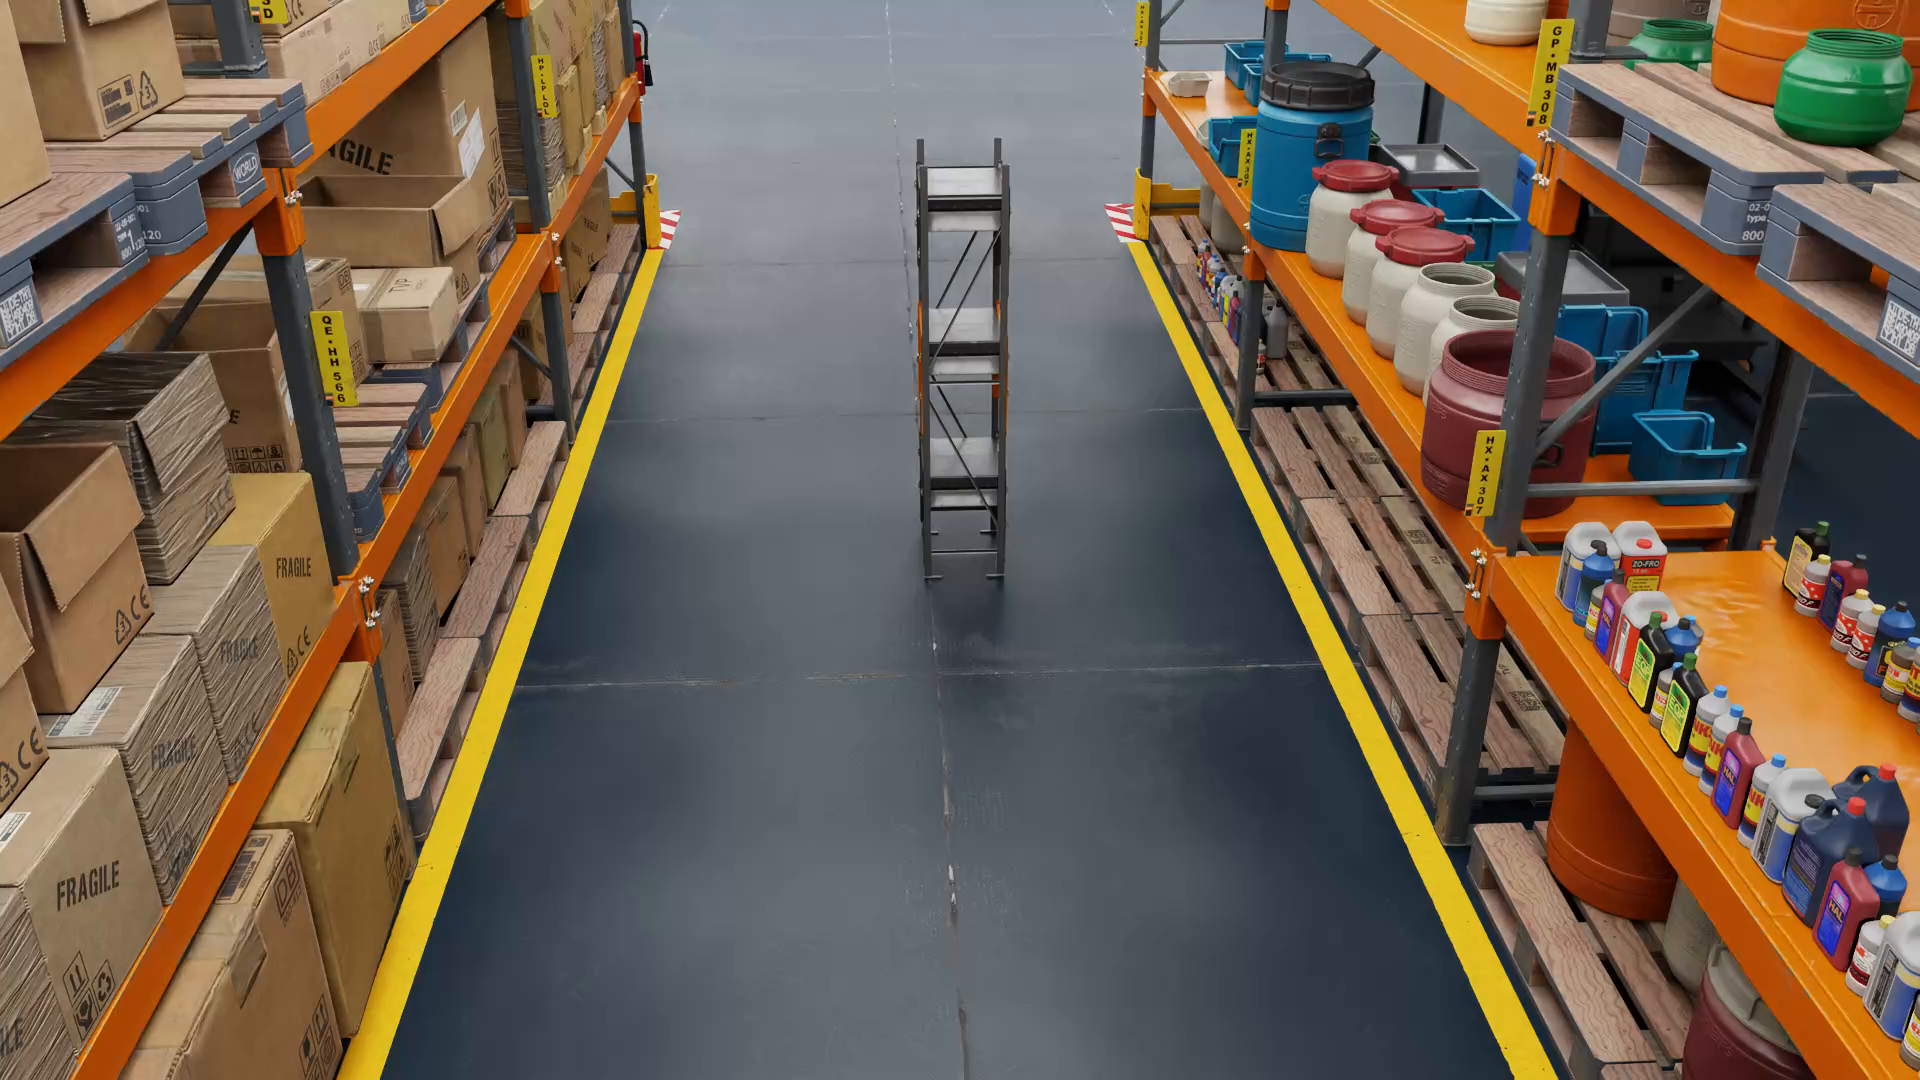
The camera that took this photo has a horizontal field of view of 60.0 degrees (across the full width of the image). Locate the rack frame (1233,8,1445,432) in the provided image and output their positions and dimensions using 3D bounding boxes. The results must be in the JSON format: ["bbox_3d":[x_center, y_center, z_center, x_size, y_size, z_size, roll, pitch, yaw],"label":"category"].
[{"bbox_3d":[2.163,-2.021,9.381,1.000,3.000,0.127,-1,28,-3],"label":"rack frame"}]

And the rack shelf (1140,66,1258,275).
[{"bbox_3d":[2.058,-2.626,11.318,1.077,0.370,4.000,-1,28,-3],"label":"rack shelf"}]

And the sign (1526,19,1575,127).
[{"bbox_3d":[1.823,-1.441,5.138,0.100,0.325,0.005,-1,28,-3],"label":"sign"}]

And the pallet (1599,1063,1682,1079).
[{"bbox_3d":[2.515,1.988,4.710,1.003,0.211,1.213,-1,28,-3],"label":"pallet"}]

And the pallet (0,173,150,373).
[{"bbox_3d":[-2.427,-0.488,3.402,1.003,0.211,1.213,0,28,0],"label":"pallet"}]

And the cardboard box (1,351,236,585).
[{"bbox_3d":[-2.553,-0.205,4.707,0.797,0.503,0.637,0,28,-1],"label":"cardboard box"}]

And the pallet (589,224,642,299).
[{"bbox_3d":[-2.981,-2.101,12.550,1.003,0.211,1.213,-1,28,-3],"label":"pallet"}]

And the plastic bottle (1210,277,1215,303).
[{"bbox_3d":[1.766,-1.727,11.369,0.097,0.201,0.097,0,28,0],"label":"plastic bottle"}]

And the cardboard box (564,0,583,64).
[{"bbox_3d":[-2.606,-3.197,10.124,0.500,0.500,0.500,-1,28,-3],"label":"cardboard box"}]

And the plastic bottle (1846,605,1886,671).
[{"bbox_3d":[2.824,0.296,5.153,0.097,0.201,0.097,0,28,0],"label":"plastic bottle"}]

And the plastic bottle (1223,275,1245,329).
[{"bbox_3d":[1.814,-1.570,10.905,0.144,0.351,0.185,-2,28,-3],"label":"plastic bottle"}]

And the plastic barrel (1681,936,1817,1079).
[{"bbox_3d":[2.473,1.456,4.868,0.600,0.588,0.708,-1,28,-3],"label":"plastic barrel"}]

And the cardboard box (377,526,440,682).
[{"bbox_3d":[-2.671,0.294,7.169,0.700,0.500,0.500,-4,28,-7],"label":"cardboard box"}]

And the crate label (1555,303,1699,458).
[{"bbox_3d":[2.590,-0.655,6.723,0.502,0.435,0.616,-1,28,-3],"label":"crate label"}]

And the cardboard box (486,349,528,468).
[{"bbox_3d":[-2.773,-0.704,9.084,0.700,0.500,0.500,-3,28,-7],"label":"cardboard box"}]

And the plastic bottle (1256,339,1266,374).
[{"bbox_3d":[1.833,-1.135,10.233,0.097,0.201,0.097,0,28,0],"label":"plastic bottle"}]

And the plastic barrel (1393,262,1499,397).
[{"bbox_3d":[2.083,-0.888,7.087,0.421,0.512,0.421,0,28,0],"label":"plastic barrel"}]

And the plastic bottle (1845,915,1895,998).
[{"bbox_3d":[2.139,0.964,3.874,0.097,0.201,0.097,0,28,0],"label":"plastic bottle"}]

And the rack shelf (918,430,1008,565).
[{"bbox_3d":[0.009,-0.222,8.448,0.431,0.518,0.480,-1,28,-3],"label":"rack shelf"}]

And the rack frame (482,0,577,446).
[{"bbox_3d":[-2.783,-1.901,9.152,1.000,3.000,0.127,-1,28,-3],"label":"rack frame"}]

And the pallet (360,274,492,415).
[{"bbox_3d":[-2.719,-0.882,7.405,1.003,0.211,1.213,-1,28,-3],"label":"pallet"}]

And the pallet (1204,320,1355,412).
[{"bbox_3d":[2.169,-1.096,10.623,1.003,0.211,1.213,-1,28,-3],"label":"pallet"}]

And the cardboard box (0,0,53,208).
[{"bbox_3d":[-2.338,-0.938,3.499,0.500,0.500,0.500,0,28,0],"label":"cardboard box"}]

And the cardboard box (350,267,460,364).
[{"bbox_3d":[-2.432,-0.953,7.042,0.500,0.250,0.500,-2,28,-4],"label":"cardboard box"}]

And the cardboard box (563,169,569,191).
[{"bbox_3d":[-2.535,-2.127,9.856,0.380,0.149,0.250,-1,28,-3],"label":"cardboard box"}]

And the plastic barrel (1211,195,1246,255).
[{"bbox_3d":[2.091,-2.418,12.378,0.421,0.512,0.421,0,28,0],"label":"plastic barrel"}]

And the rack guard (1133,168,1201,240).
[{"bbox_3d":[2.005,-2.726,13.436,1.175,0.500,0.348,-1,28,-3],"label":"rack guard"}]

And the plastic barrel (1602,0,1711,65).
[{"bbox_3d":[2.545,-2.110,5.767,0.600,0.901,0.600,0,28,0],"label":"plastic barrel"}]

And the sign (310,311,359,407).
[{"bbox_3d":[-2.020,-0.582,5.371,0.100,0.325,0.005,-1,28,-3],"label":"sign"}]

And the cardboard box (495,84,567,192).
[{"bbox_3d":[-2.745,-2.287,9.461,0.875,0.500,0.500,-1,28,-3],"label":"cardboard box"}]

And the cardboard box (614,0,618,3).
[{"bbox_3d":[-2.717,-4.120,11.895,0.500,0.500,0.500,-1,28,-3],"label":"cardboard box"}]

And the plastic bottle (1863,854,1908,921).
[{"bbox_3d":[2.193,0.870,3.978,0.097,0.271,0.097,0,28,0],"label":"plastic bottle"}]

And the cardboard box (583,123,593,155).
[{"bbox_3d":[-2.586,-2.589,10.742,0.380,0.149,0.250,-1,28,-3],"label":"cardboard box"}]

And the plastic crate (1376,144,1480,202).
[{"bbox_3d":[2.494,-1.833,8.952,0.402,0.464,0.583,-1,28,-3],"label":"plastic crate"}]

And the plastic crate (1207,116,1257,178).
[{"bbox_3d":[1.834,-2.460,10.383,0.499,0.251,0.616,-1,28,-3],"label":"plastic crate"}]

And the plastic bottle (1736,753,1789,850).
[{"bbox_3d":[2.110,0.679,4.344,0.097,0.271,0.097,0,28,0],"label":"plastic bottle"}]

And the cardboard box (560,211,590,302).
[{"bbox_3d":[-2.897,-1.973,11.538,0.500,0.500,0.500,1,28,2],"label":"cardboard box"}]

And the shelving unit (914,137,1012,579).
[{"bbox_3d":[0.009,-0.855,8.118,0.431,2.100,0.503,-1,28,-3],"label":"shelving unit"}]

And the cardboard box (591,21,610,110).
[{"bbox_3d":[-2.862,-3.210,11.232,0.875,0.500,0.500,-1,28,-3],"label":"cardboard box"}]

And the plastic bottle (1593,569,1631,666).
[{"bbox_3d":[2.043,0.239,5.175,0.061,0.283,0.133,-1,28,-3],"label":"plastic bottle"}]

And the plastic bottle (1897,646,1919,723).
[{"bbox_3d":[2.839,0.400,4.879,0.097,0.271,0.097,0,28,0],"label":"plastic bottle"}]

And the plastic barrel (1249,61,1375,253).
[{"bbox_3d":[1.880,-2.057,8.909,0.600,0.901,0.708,-1,28,-3],"label":"plastic barrel"}]

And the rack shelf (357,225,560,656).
[{"bbox_3d":[-2.679,-0.659,7.547,1.077,0.370,4.000,-1,28,-3],"label":"rack shelf"}]

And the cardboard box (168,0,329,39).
[{"bbox_3d":[-2.342,-1.873,5.206,0.500,0.500,0.500,-1,28,-2],"label":"cardboard box"}]

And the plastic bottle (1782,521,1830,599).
[{"bbox_3d":[2.819,0.055,5.528,0.061,0.283,0.133,-1,28,-3],"label":"plastic bottle"}]

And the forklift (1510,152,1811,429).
[{"bbox_3d":[4.483,-2.435,10.249,1.130,2.935,3.031,-1,28,-1],"label":"forklift"}]

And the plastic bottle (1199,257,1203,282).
[{"bbox_3d":[1.743,-1.930,11.757,0.097,0.201,0.097,0,28,0],"label":"plastic bottle"}]

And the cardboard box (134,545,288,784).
[{"bbox_3d":[-2.281,0.354,4.720,0.500,0.500,0.500,-2,28,-3],"label":"cardboard box"}]

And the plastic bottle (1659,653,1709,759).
[{"bbox_3d":[2.069,0.469,4.734,0.061,0.283,0.133,-1,28,-3],"label":"plastic bottle"}]

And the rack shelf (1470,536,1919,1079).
[{"bbox_3d":[2.476,1.069,4.235,1.077,0.370,4.000,-1,28,-3],"label":"rack shelf"}]

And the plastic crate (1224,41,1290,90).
[{"bbox_3d":[2.279,-3.578,12.528,0.499,0.251,0.616,-1,28,-3],"label":"plastic crate"}]

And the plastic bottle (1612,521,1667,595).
[{"bbox_3d":[2.223,0.085,5.477,0.152,0.276,0.135,-1,28,-3],"label":"plastic bottle"}]
